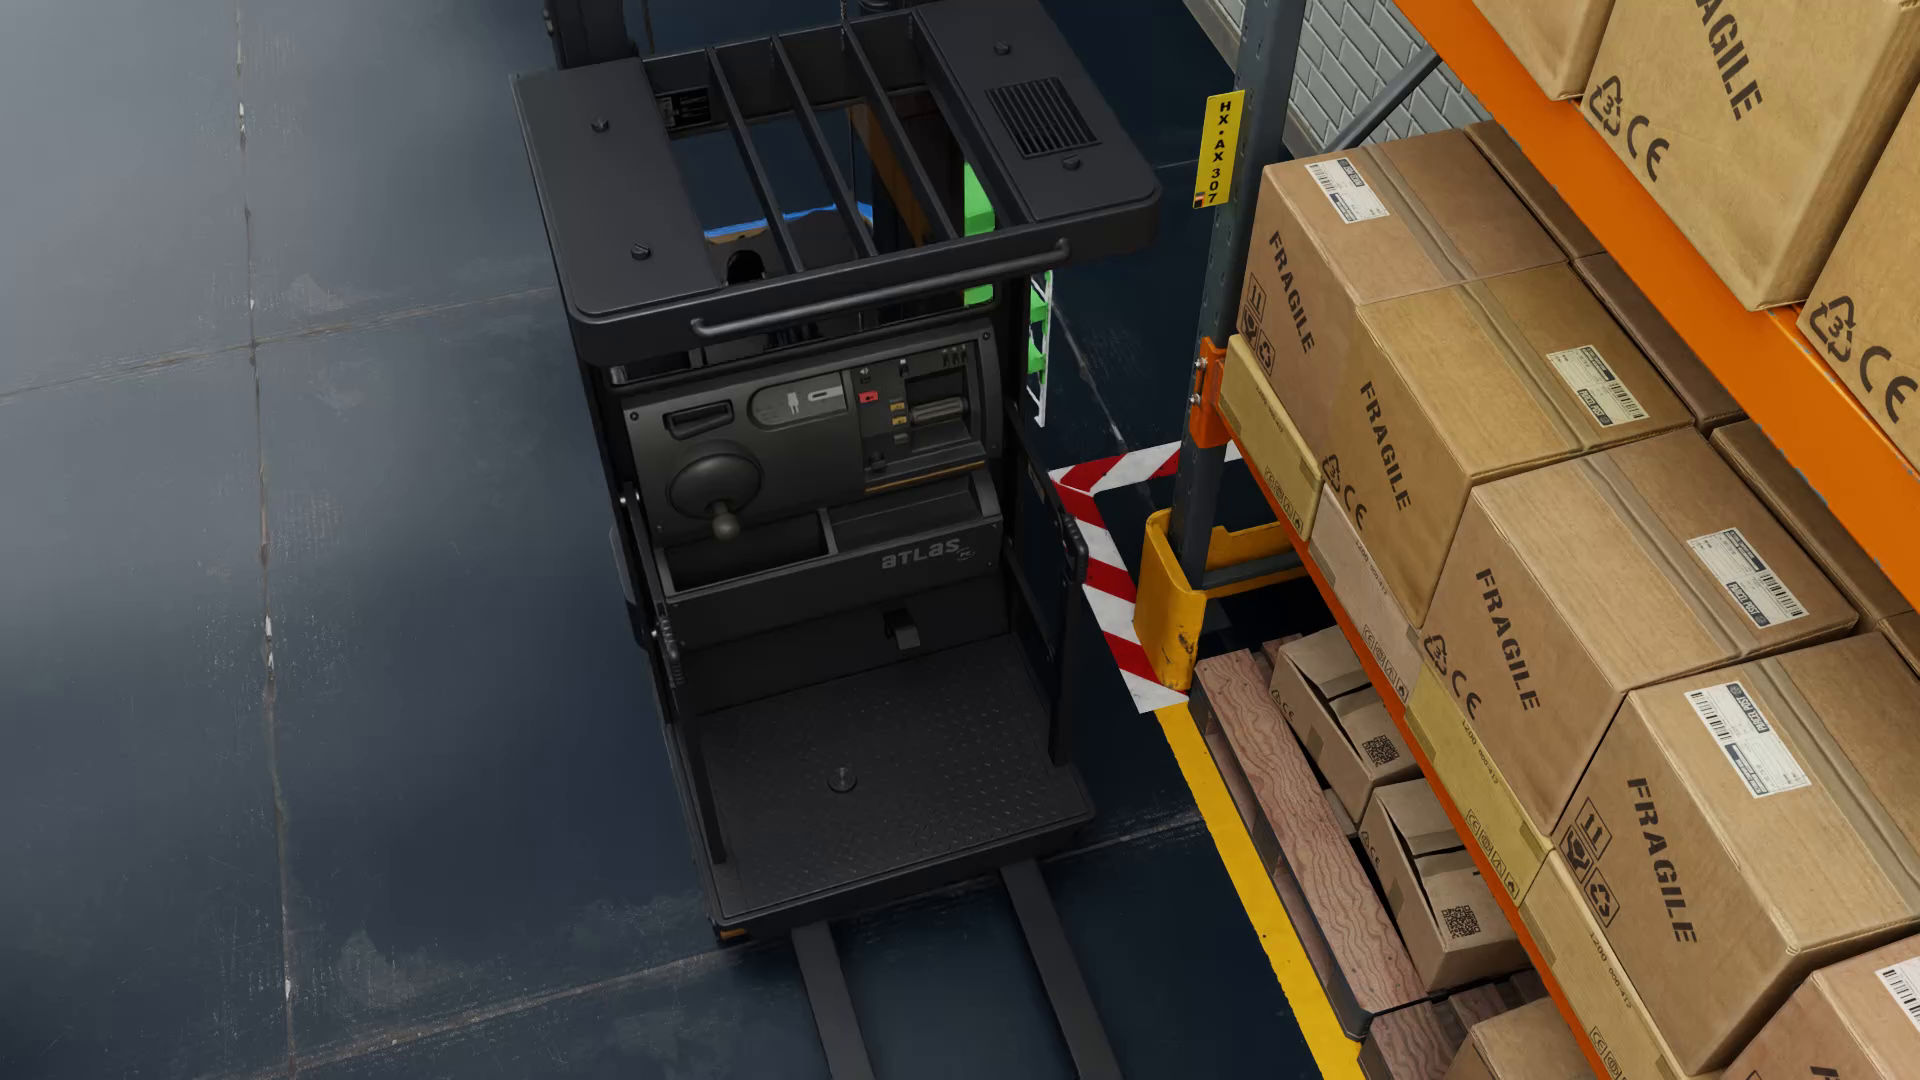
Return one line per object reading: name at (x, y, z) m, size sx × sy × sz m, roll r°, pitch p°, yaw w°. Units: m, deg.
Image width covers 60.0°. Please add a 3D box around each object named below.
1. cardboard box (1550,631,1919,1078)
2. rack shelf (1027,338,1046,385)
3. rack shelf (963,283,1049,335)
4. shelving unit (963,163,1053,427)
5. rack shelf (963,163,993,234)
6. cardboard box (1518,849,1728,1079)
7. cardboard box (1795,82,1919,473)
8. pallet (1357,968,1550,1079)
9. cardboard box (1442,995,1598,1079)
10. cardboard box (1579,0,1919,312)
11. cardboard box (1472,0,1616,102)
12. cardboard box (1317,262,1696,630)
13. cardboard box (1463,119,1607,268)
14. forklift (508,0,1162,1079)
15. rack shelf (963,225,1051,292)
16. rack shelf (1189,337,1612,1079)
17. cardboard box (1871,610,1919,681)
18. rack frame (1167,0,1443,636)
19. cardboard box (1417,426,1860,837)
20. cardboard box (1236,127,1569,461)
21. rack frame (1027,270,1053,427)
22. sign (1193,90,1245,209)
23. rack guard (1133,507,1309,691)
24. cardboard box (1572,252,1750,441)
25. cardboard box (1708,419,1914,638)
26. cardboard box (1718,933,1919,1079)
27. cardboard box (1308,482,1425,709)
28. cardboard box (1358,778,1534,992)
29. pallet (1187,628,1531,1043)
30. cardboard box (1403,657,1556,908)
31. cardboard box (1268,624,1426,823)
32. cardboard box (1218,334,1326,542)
cardboard box at (1.446, 0.550, 2.919) m, size 0.500 × 0.500 × 0.500 m, roll -12°, pitch 51°, yaw -10°
rack shelf at (0.032, -0.609, 5.876) m, size 0.480 × 0.148 × 0.258 m, roll -20°, pitch 53°, yaw -16°
rack shelf at (0.032, -0.764, 5.693) m, size 0.480 × 0.148 × 0.258 m, roll -20°, pitch 53°, yaw -16°
shelving unit at (0.032, -0.805, 5.644) m, size 0.503 × 1.200 × 0.258 m, roll -20°, pitch 53°, yaw -16°
rack shelf at (0.032, -1.073, 5.326) m, size 0.480 × 0.148 × 0.258 m, roll -20°, pitch 53°, yaw -16°
cardboard box at (1.445, 0.806, 3.193) m, size 0.500 × 0.250 × 0.500 m, roll -13°, pitch 51°, yaw -11°
cardboard box at (1.465, -0.323, 2.020) m, size 0.500 × 0.500 × 0.500 m, roll -10°, pitch 51°, yaw -9°
pallet at (1.731, 1.662, 4.211) m, size 1.003 × 0.211 × 1.213 m, roll -13°, pitch 51°, yaw -11°
cardboard box at (1.601, 1.370, 3.980) m, size 0.700 × 0.500 × 0.500 m, roll -16°, pitch 52°, yaw -13°
cardboard box at (1.287, -0.709, 2.345) m, size 0.500 × 0.500 × 0.500 m, roll -11°, pitch 51°, yaw -9°
cardboard box at (1.129, -1.087, 2.664) m, size 0.500 × 0.500 × 0.500 m, roll -10°, pitch 51°, yaw -9°
cardboard box at (1.135, -0.203, 3.554) m, size 0.500 × 0.500 × 0.500 m, roll -13°, pitch 51°, yaw -11°
cardboard box at (1.487, -0.687, 3.961) m, size 0.500 × 0.500 × 0.500 m, roll -14°, pitch 51°, yaw -11°
forklift at (-0.277, -0.160, 3.968) m, size 1.130 × 2.935 × 3.031 m, roll -14°, pitch 51°, yaw -12°
rack shelf at (0.032, -0.918, 5.509) m, size 0.480 × 0.148 × 0.258 m, roll -20°, pitch 53°, yaw -16°
rack shelf at (1.736, 0.910, 3.492) m, size 1.077 × 0.370 × 4.000 m, roll -13°, pitch 51°, yaw -11°
cardboard box at (1.932, 0.428, 3.022) m, size 0.500 × 0.500 × 0.500 m, roll -13°, pitch 51°, yaw -10°
rack frame at (1.145, -0.783, 4.448) m, size 1.000 × 3.000 × 0.127 m, roll -13°, pitch 51°, yaw -11°
cardboard box at (1.282, 0.176, 3.234) m, size 0.500 × 0.500 × 0.500 m, roll -15°, pitch 51°, yaw -12°
cardboard box at (0.999, -0.566, 3.860) m, size 0.500 × 0.500 × 0.500 m, roll -13°, pitch 51°, yaw -11°
rack frame at (0.253, -0.885, 5.711) m, size 0.015 × 1.200 × 0.240 m, roll -20°, pitch 53°, yaw -16°
sign at (0.626, -0.939, 4.014) m, size 0.100 × 0.325 × 0.005 m, roll -13°, pitch 51°, yaw -11°
rack guard at (1.167, 0.078, 5.357) m, size 1.175 × 0.500 × 0.348 m, roll -13°, pitch 51°, yaw -11°
cardboard box at (1.626, -0.317, 3.650) m, size 0.500 × 0.500 × 0.500 m, roll -13°, pitch 51°, yaw -10°
cardboard box at (1.783, 0.060, 3.332) m, size 0.500 × 0.500 × 0.500 m, roll -15°, pitch 51°, yaw -12°
cardboard box at (1.601, 0.930, 2.599) m, size 0.500 × 0.500 × 0.500 m, roll -15°, pitch 51°, yaw -12°
cardboard box at (1.153, 0.063, 3.820) m, size 0.500 × 0.250 × 0.500 m, roll -15°, pitch 51°, yaw -12°
cardboard box at (1.432, 0.884, 4.514) m, size 0.500 × 0.311 × 0.500 m, roll -10°, pitch 51°, yaw -8°
pallet at (1.374, 0.773, 4.961) m, size 1.003 × 0.211 × 1.213 m, roll -13°, pitch 51°, yaw -11°
cardboard box at (1.298, 0.437, 3.505) m, size 0.500 × 0.250 × 0.500 m, roll -14°, pitch 51°, yaw -12°
cardboard box at (1.263, 0.468, 4.865) m, size 0.500 × 0.311 × 0.500 m, roll -19°, pitch 52°, yaw -15°
cardboard box at (0.986, -0.313, 4.137) m, size 0.500 × 0.250 × 0.500 m, roll -15°, pitch 51°, yaw -12°
